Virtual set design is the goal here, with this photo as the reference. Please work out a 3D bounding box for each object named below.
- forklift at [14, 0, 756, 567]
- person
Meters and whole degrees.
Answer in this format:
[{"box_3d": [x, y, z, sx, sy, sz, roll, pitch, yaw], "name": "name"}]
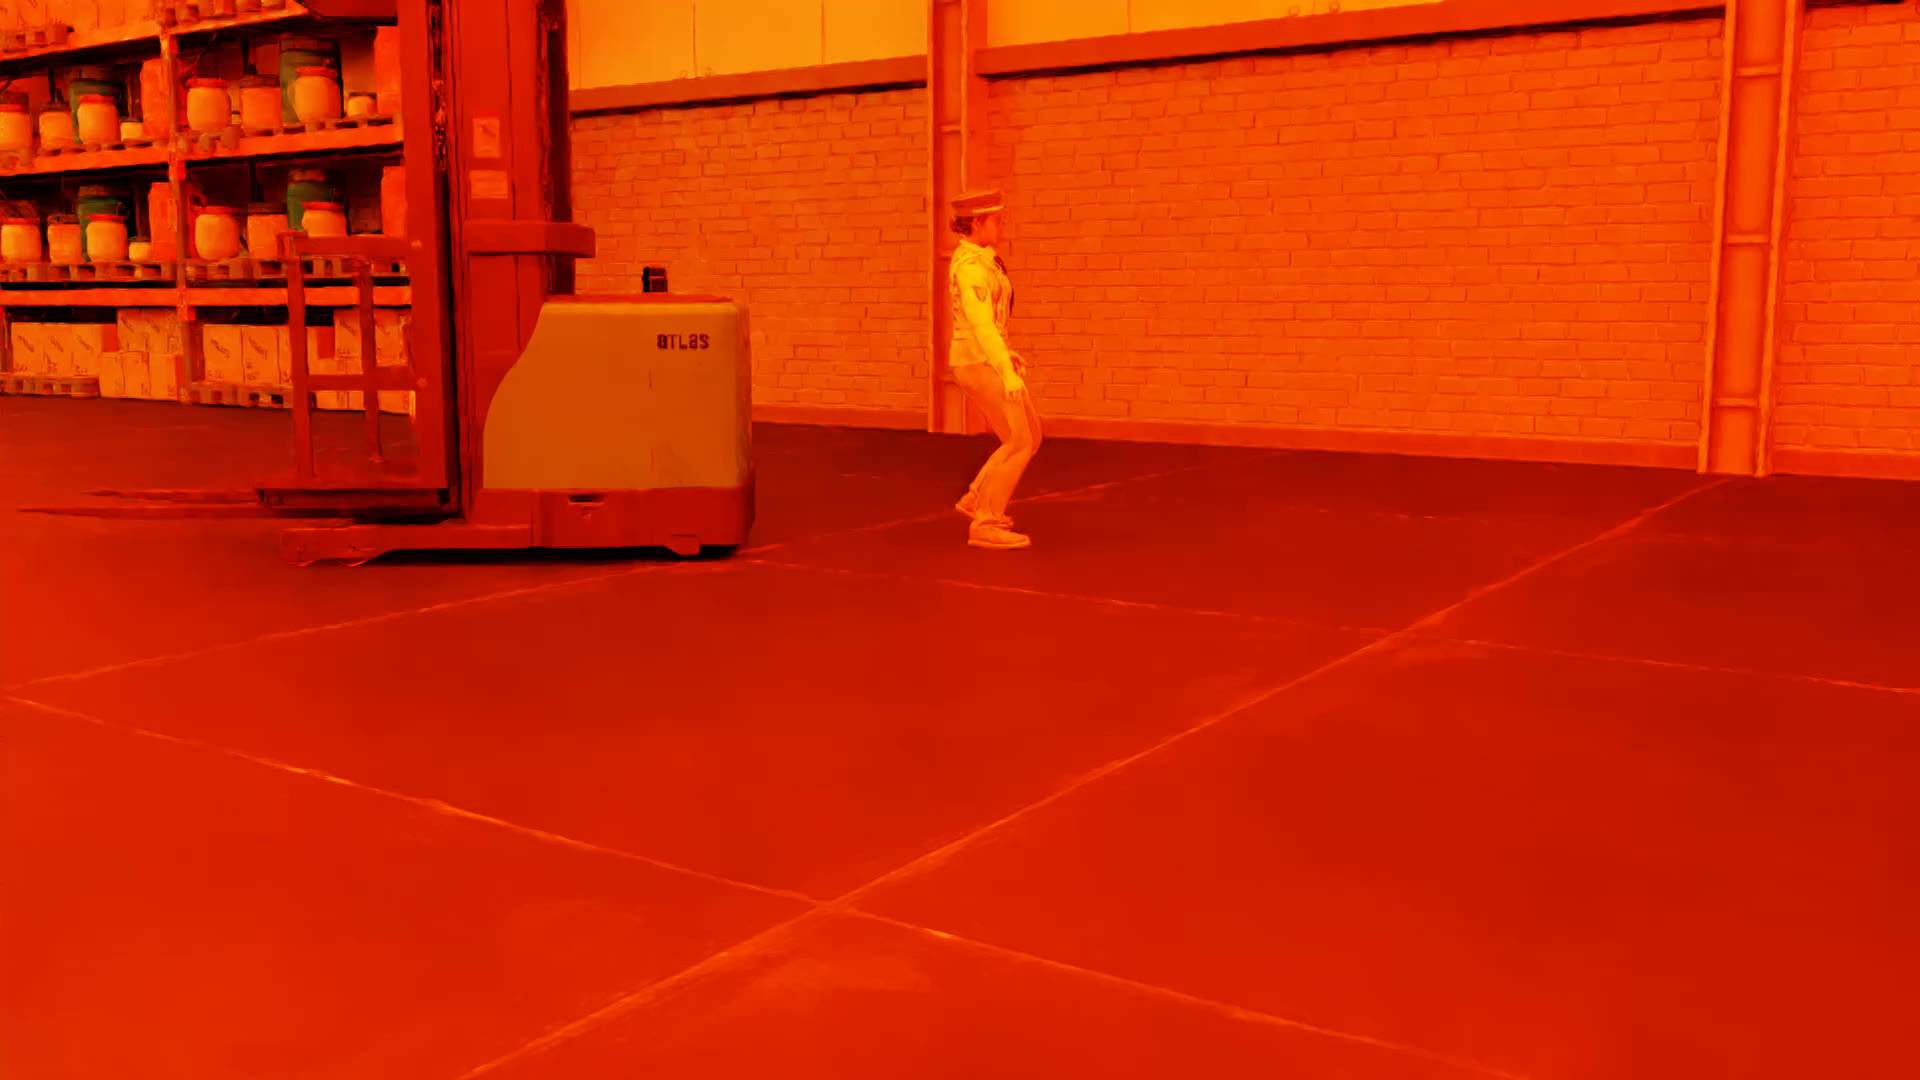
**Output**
[{"box_3d": [-2.450, -1.419, 7.171, 3.031, 2.935, 1.130, -1, 8, -4], "name": "forklift"}, {"box_3d": [0.158, -0.781, 7.479, 0.429, 1.578, 0.740, 1, 8, 4], "name": "person"}]
